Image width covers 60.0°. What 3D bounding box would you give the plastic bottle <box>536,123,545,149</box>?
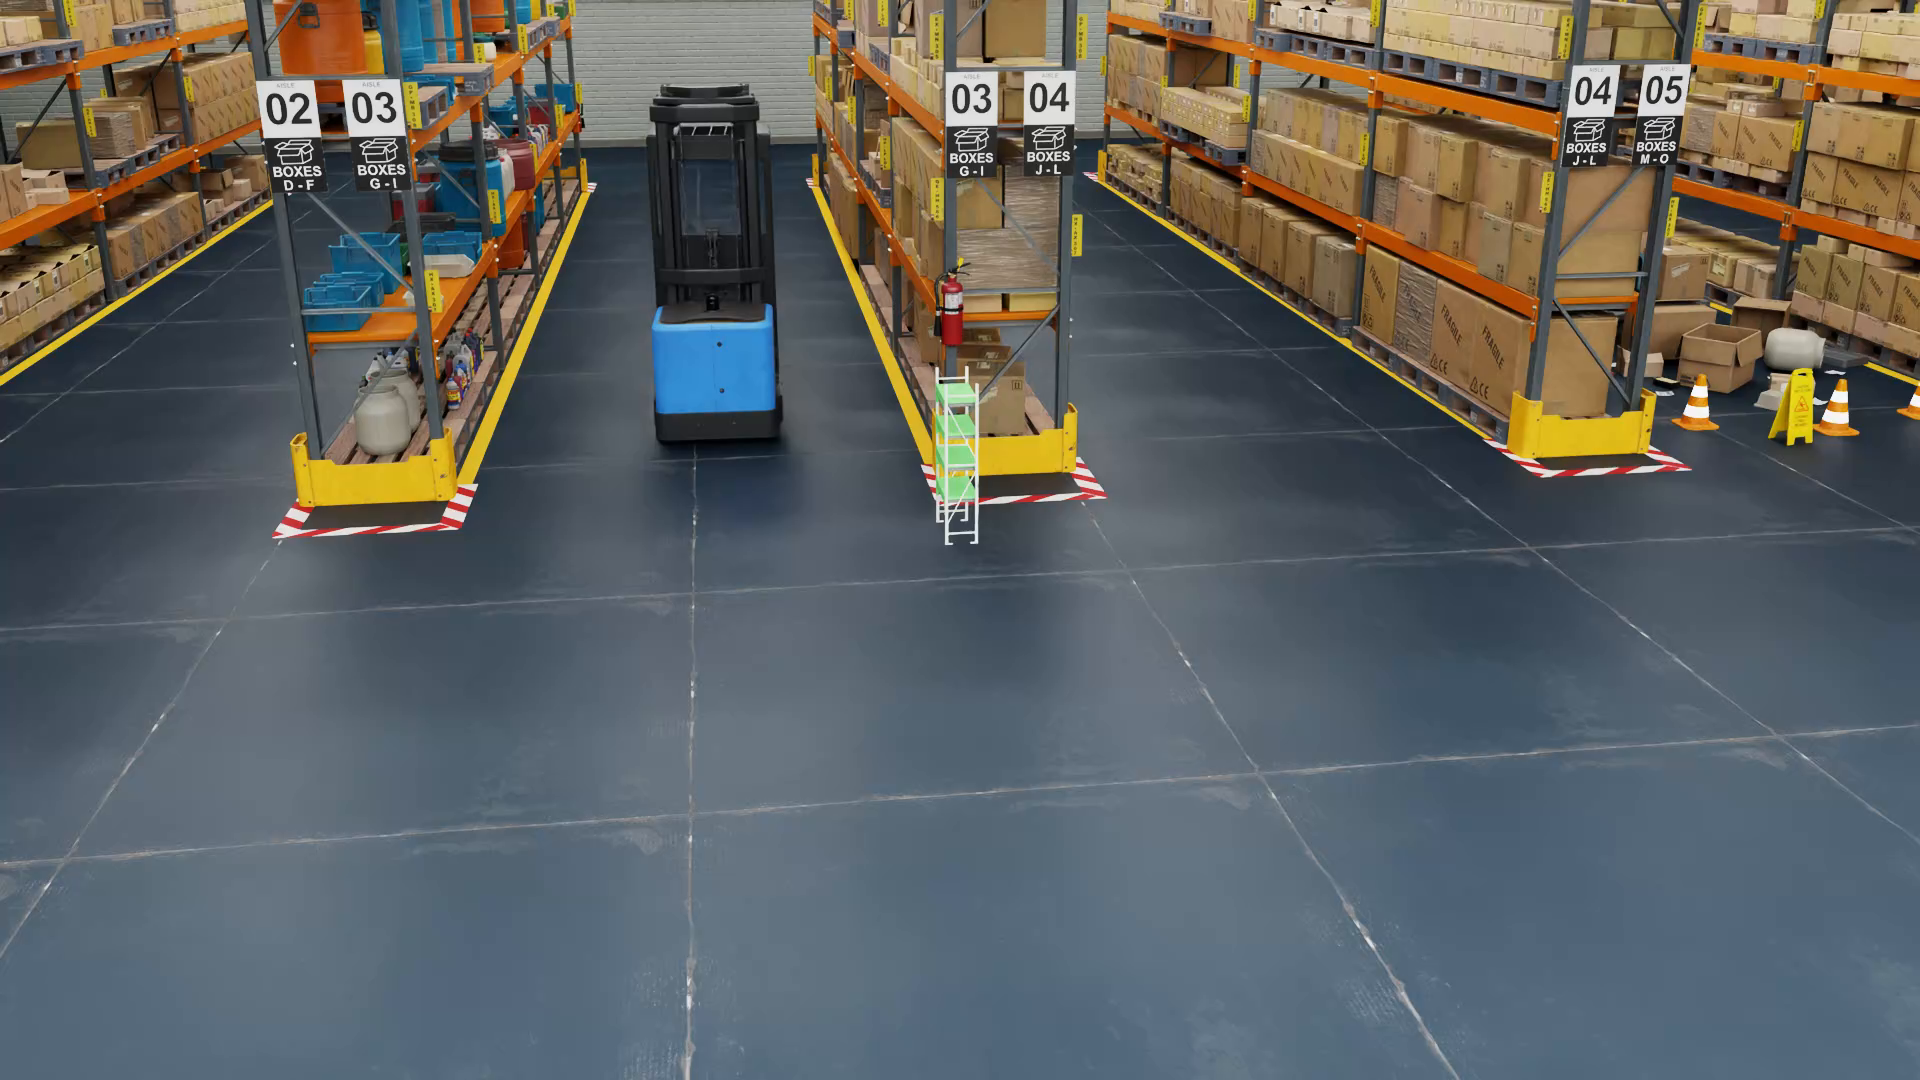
[{"bbox_3d":[-5.798,-5.553,22.866,0.144,0.351,0.185,-3,21,-8],"label":"plastic bottle"}]

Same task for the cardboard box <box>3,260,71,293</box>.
[{"bbox_3d":[-10.109,-2.892,18.200,0.500,0.311,0.500,-3,21,-8],"label":"cardboard box"}]

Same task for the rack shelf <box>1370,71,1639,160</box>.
[{"bbox_3d":[5.011,-3.948,15.241,1.077,0.370,4.000,-3,21,-8],"label":"rack shelf"}]

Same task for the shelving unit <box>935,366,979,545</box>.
[{"bbox_3d":[-0.024,-0.619,12.160,0.258,1.200,0.503,-3,21,-8],"label":"shelving unit"}]

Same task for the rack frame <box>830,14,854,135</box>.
[{"bbox_3d":[-1.353,-6.127,24.334,1.000,3.000,0.127,-3,21,-8],"label":"rack frame"}]

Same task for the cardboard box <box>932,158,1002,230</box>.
[{"bbox_3d":[0.053,-2.805,13.442,0.500,0.500,0.500,-3,21,-8],"label":"cardboard box"}]

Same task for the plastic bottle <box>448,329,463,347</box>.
[{"bbox_3d":[-4.866,-1.857,16.058,0.144,0.351,0.185,-3,21,-8],"label":"plastic bottle"}]

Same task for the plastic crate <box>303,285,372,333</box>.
[{"bbox_3d":[-4.893,-1.811,12.991,0.499,0.251,0.616,-3,21,-8],"label":"plastic crate"}]

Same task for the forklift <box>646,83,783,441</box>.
[{"bbox_3d":[-2.248,-2.701,15.258,1.130,2.935,3.031,-2,21,-6],"label":"forklift"}]

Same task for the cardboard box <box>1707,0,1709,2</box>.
[{"bbox_3d":[12.737,-9.218,28.111,0.500,0.250,0.500,-4,21,-9],"label":"cardboard box"}]

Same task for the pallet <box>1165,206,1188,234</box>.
[{"bbox_3d":[3.683,-4.767,24.677,1.003,0.211,1.213,-3,21,-8],"label":"pallet"}]

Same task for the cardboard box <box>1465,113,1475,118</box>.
[{"bbox_3d":[8.134,-6.822,26.050,0.500,0.500,0.500,-3,21,-7],"label":"cardboard box"}]

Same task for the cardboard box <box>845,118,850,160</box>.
[{"bbox_3d":[-1.237,-5.300,21.977,0.500,0.500,0.500,-4,21,-10],"label":"cardboard box"}]

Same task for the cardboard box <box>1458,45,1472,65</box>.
[{"bbox_3d":[4.697,-4.345,14.891,0.380,0.149,0.250,-3,21,-7],"label":"cardboard box"}]

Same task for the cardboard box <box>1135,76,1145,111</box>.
[{"bbox_3d":[3.076,-7.034,26.194,0.500,0.500,0.500,-3,21,-8],"label":"cardboard box"}]

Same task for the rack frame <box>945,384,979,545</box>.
[{"bbox_3d":[0.011,-0.535,11.933,0.240,1.200,0.015,-3,21,-8],"label":"rack frame"}]

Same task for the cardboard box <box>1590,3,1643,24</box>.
[{"bbox_3d":[5.494,-4.399,13.897,0.380,0.149,0.250,-3,21,-9],"label":"cardboard box"}]

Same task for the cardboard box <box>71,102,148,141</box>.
[{"bbox_3d":[-11.148,-5.462,21.811,0.700,0.500,0.500,0,20,1],"label":"cardboard box"}]

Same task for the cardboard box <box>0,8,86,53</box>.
[{"bbox_3d":[-10.676,-5.845,19.149,0.910,0.500,0.500,-3,21,-8],"label":"cardboard box"}]

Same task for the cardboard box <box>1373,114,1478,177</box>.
[{"bbox_3d":[4.742,-4.019,16.932,0.875,0.550,0.550,-3,21,-8],"label":"cardboard box"}]

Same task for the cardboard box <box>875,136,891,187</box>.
[{"bbox_3d":[-0.541,-4.198,18.421,0.797,0.503,0.637,-1,20,-2],"label":"cardboard box"}]

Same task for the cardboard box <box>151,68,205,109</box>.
[{"bbox_3d":[-10.946,-6.321,23.282,0.500,0.500,0.500,-2,21,-6],"label":"cardboard box"}]

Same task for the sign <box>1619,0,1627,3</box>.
[{"bbox_3d":[8.480,-6.901,21.268,0.100,0.325,0.005,-3,21,-8],"label":"sign"}]

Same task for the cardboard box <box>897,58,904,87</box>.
[{"bbox_3d":[-0.307,-4.341,15.478,0.500,0.250,0.500,-3,21,-8],"label":"cardboard box"}]

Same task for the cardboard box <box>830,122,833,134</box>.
[{"bbox_3d":[-1.721,-6.099,24.617,0.380,0.149,0.250,-3,21,-7],"label":"cardboard box"}]

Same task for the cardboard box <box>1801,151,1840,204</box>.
[{"bbox_3d":[9.394,-3.877,17.741,0.500,0.500,0.500,-3,21,-8],"label":"cardboard box"}]

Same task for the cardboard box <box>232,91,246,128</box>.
[{"bbox_3d":[-11.254,-6.567,25.368,0.500,0.500,0.500,-3,21,-7],"label":"cardboard box"}]

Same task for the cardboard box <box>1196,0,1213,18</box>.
[{"bbox_3d":[3.662,-7.451,22.844,0.797,0.503,0.637,-3,21,-8],"label":"cardboard box"}]

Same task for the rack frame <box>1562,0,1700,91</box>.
[{"bbox_3d":[5.299,-4.998,12.737,1.000,3.000,0.127,-3,21,-8],"label":"rack frame"}]

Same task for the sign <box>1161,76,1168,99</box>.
[{"bbox_3d":[3.034,-6.718,24.678,0.100,0.325,0.005,-3,21,-8],"label":"sign"}]

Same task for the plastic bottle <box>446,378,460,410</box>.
[{"bbox_3d":[-4.478,-1.294,14.665,0.097,0.271,0.097,0,20,0],"label":"plastic bottle"}]

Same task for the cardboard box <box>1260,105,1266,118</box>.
[{"bbox_3d":[4.199,-5.663,22.000,0.380,0.149,0.250,-3,21,-8],"label":"cardboard box"}]

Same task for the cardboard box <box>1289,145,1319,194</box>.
[{"bbox_3d":[4.162,-4.312,19.332,0.500,0.500,0.500,-3,21,-8],"label":"cardboard box"}]

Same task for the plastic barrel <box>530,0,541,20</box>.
[{"bbox_3d":[-5.922,-7.262,22.215,0.600,0.588,0.600,0,20,0],"label":"plastic barrel"}]

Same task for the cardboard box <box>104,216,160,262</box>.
[{"bbox_3d":[-10.511,-3.806,21.063,0.500,0.500,0.500,-3,21,-8],"label":"cardboard box"}]

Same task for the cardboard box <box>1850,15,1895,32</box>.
[{"bbox_3d":[9.395,-5.304,17.063,0.380,0.149,0.250,-2,21,-6],"label":"cardboard box"}]

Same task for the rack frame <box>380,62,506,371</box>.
[{"bbox_3d":[-5.101,-3.108,16.249,1.000,3.000,0.127,-3,21,-8],"label":"rack frame"}]

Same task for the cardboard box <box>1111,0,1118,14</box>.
[{"bbox_3d":[2.805,-8.894,27.669,0.500,0.250,0.500,-2,21,-6],"label":"cardboard box"}]

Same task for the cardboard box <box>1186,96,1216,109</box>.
[{"bbox_3d":[3.359,-6.093,23.151,0.380,0.149,0.250,-2,21,-6],"label":"cardboard box"}]

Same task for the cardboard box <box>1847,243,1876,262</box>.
[{"bbox_3d":[9.459,-2.979,17.236,0.380,0.149,0.250,-2,21,-6],"label":"cardboard box"}]

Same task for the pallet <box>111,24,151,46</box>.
[{"bbox_3d":[-10.979,-6.358,20.933,1.213,0.211,1.003,-3,21,-8],"label":"pallet"}]

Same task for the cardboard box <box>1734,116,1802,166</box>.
[{"bbox_3d":[9.240,-4.560,18.970,0.500,0.500,0.500,-3,21,-7],"label":"cardboard box"}]

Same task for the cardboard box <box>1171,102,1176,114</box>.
[{"bbox_3d":[3.248,-6.222,23.922,0.380,0.149,0.250,-2,21,-6],"label":"cardboard box"}]

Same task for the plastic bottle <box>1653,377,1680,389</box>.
[{"bbox_3d":[6.877,-1.540,16.252,0.133,0.061,0.283,-11,23,-26],"label":"plastic bottle"}]

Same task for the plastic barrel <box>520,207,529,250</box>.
[{"bbox_3d":[-5.928,-4.119,21.804,0.600,0.588,0.708,-3,21,-8],"label":"plastic barrel"}]

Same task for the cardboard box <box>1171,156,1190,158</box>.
[{"bbox_3d":[3.525,-6.154,27.031,0.380,0.149,0.250,-3,21,-7],"label":"cardboard box"}]

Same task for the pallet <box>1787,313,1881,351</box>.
[{"bbox_3d":[9.738,-2.320,18.126,1.003,0.211,1.213,-3,21,-8],"label":"pallet"}]

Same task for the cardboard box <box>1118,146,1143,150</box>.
[{"bbox_3d":[2.891,-6.579,28.169,0.380,0.149,0.250,-3,21,-7],"label":"cardboard box"}]

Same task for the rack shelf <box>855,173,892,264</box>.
[{"bbox_3d":[-0.488,-3.713,18.898,1.077,0.370,4.000,-3,21,-8],"label":"rack shelf"}]

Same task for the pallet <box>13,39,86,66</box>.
[{"bbox_3d":[-10.394,-5.330,18.183,1.213,0.211,1.003,-2,21,-5],"label":"pallet"}]

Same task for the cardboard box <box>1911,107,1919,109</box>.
[{"bbox_3d":[13.469,-5.969,23.525,0.500,0.250,0.500,-4,21,-10],"label":"cardboard box"}]

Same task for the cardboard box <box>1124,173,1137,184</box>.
[{"bbox_3d":[2.922,-5.951,27.336,0.380,0.149,0.250,-4,21,-10],"label":"cardboard box"}]

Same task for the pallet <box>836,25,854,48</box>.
[{"bbox_3d":[-0.922,-6.279,20.724,1.213,0.211,1.003,-2,21,-5],"label":"pallet"}]

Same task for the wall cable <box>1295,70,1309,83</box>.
[{"bbox_3d":[7.041,-10.454,34.421,0.585,1.953,0.123,-3,21,-8],"label":"wall cable"}]

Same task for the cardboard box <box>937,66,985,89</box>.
[{"bbox_3d":[0.028,-3.575,12.857,0.380,0.149,0.250,-3,21,-8],"label":"cardboard box"}]

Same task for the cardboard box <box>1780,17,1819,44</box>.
[{"bbox_3d":[9.379,-5.584,18.206,0.500,0.250,0.500,-3,21,-9],"label":"cardboard box"}]

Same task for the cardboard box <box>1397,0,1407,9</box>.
[{"bbox_3d":[4.477,-5.246,16.163,0.380,0.149,0.250,-3,21,-8],"label":"cardboard box"}]
